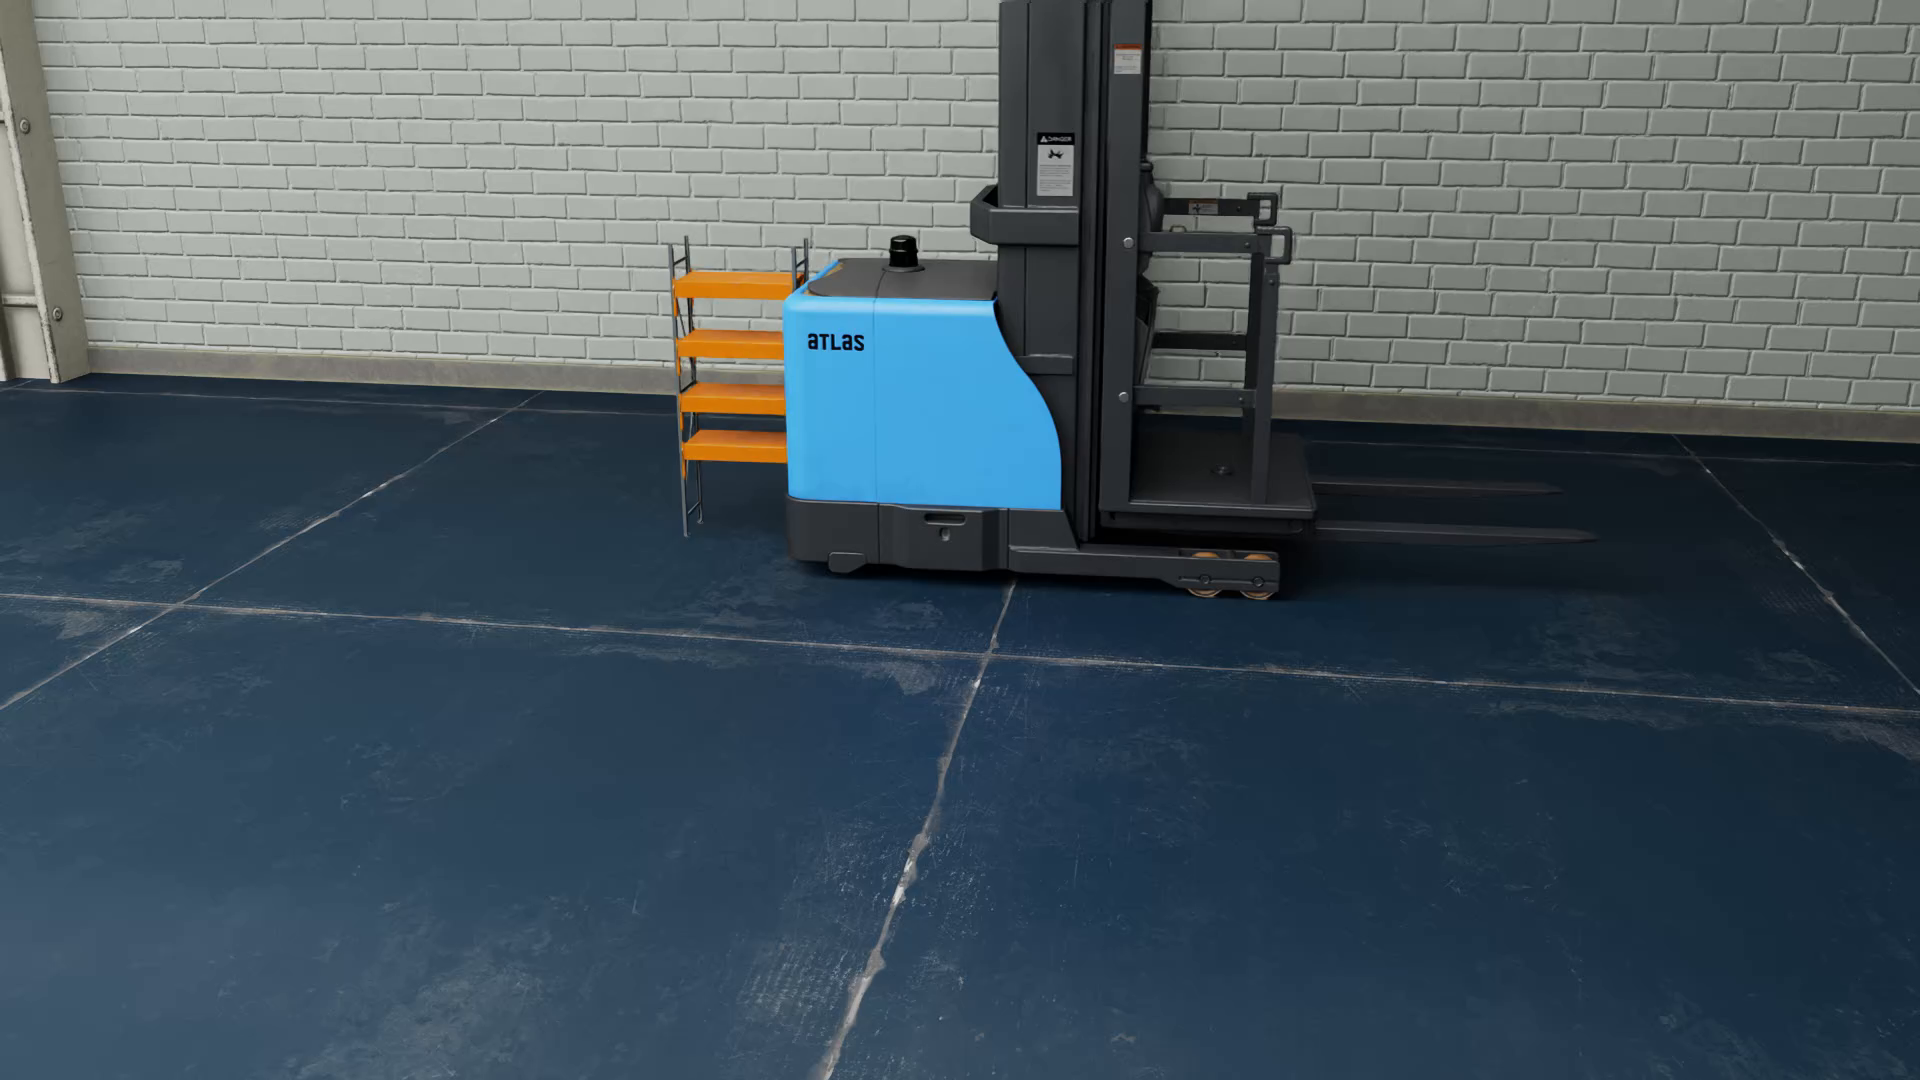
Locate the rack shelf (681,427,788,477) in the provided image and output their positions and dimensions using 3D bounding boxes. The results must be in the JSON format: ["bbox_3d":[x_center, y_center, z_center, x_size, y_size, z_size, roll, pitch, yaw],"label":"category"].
[{"bbox_3d":[-0.869,-0.354,6.807,0.480,0.148,0.258,2,19,7],"label":"rack shelf"}]

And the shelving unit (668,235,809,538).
[{"bbox_3d":[-0.869,-0.606,6.723,0.503,1.200,0.258,2,19,7],"label":"shelving unit"}]

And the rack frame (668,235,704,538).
[{"bbox_3d":[-1.111,-0.616,6.753,0.015,1.200,0.240,2,19,7],"label":"rack frame"}]

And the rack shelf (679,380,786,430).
[{"bbox_3d":[-0.869,-0.542,6.744,0.480,0.148,0.258,2,19,7],"label":"rack shelf"}]

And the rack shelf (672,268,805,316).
[{"bbox_3d":[-0.869,-0.978,6.598,0.480,0.148,0.258,2,19,7],"label":"rack shelf"}]

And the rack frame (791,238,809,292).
[{"bbox_3d":[-0.627,-0.596,6.693,0.015,1.200,0.240,2,19,7],"label":"rack frame"}]

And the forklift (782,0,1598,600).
[{"bbox_3d":[0.888,-1.349,6.215,3.031,2.935,1.130,2,19,7],"label":"forklift"}]

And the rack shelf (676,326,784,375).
[{"bbox_3d":[-0.869,-0.754,6.673,0.480,0.148,0.258,2,19,7],"label":"rack shelf"}]

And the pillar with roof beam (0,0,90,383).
[{"bbox_3d":[-5.986,-3.871,4.189,0.400,9.000,9.100,3,19,9],"label":"pillar with roof beam"}]
